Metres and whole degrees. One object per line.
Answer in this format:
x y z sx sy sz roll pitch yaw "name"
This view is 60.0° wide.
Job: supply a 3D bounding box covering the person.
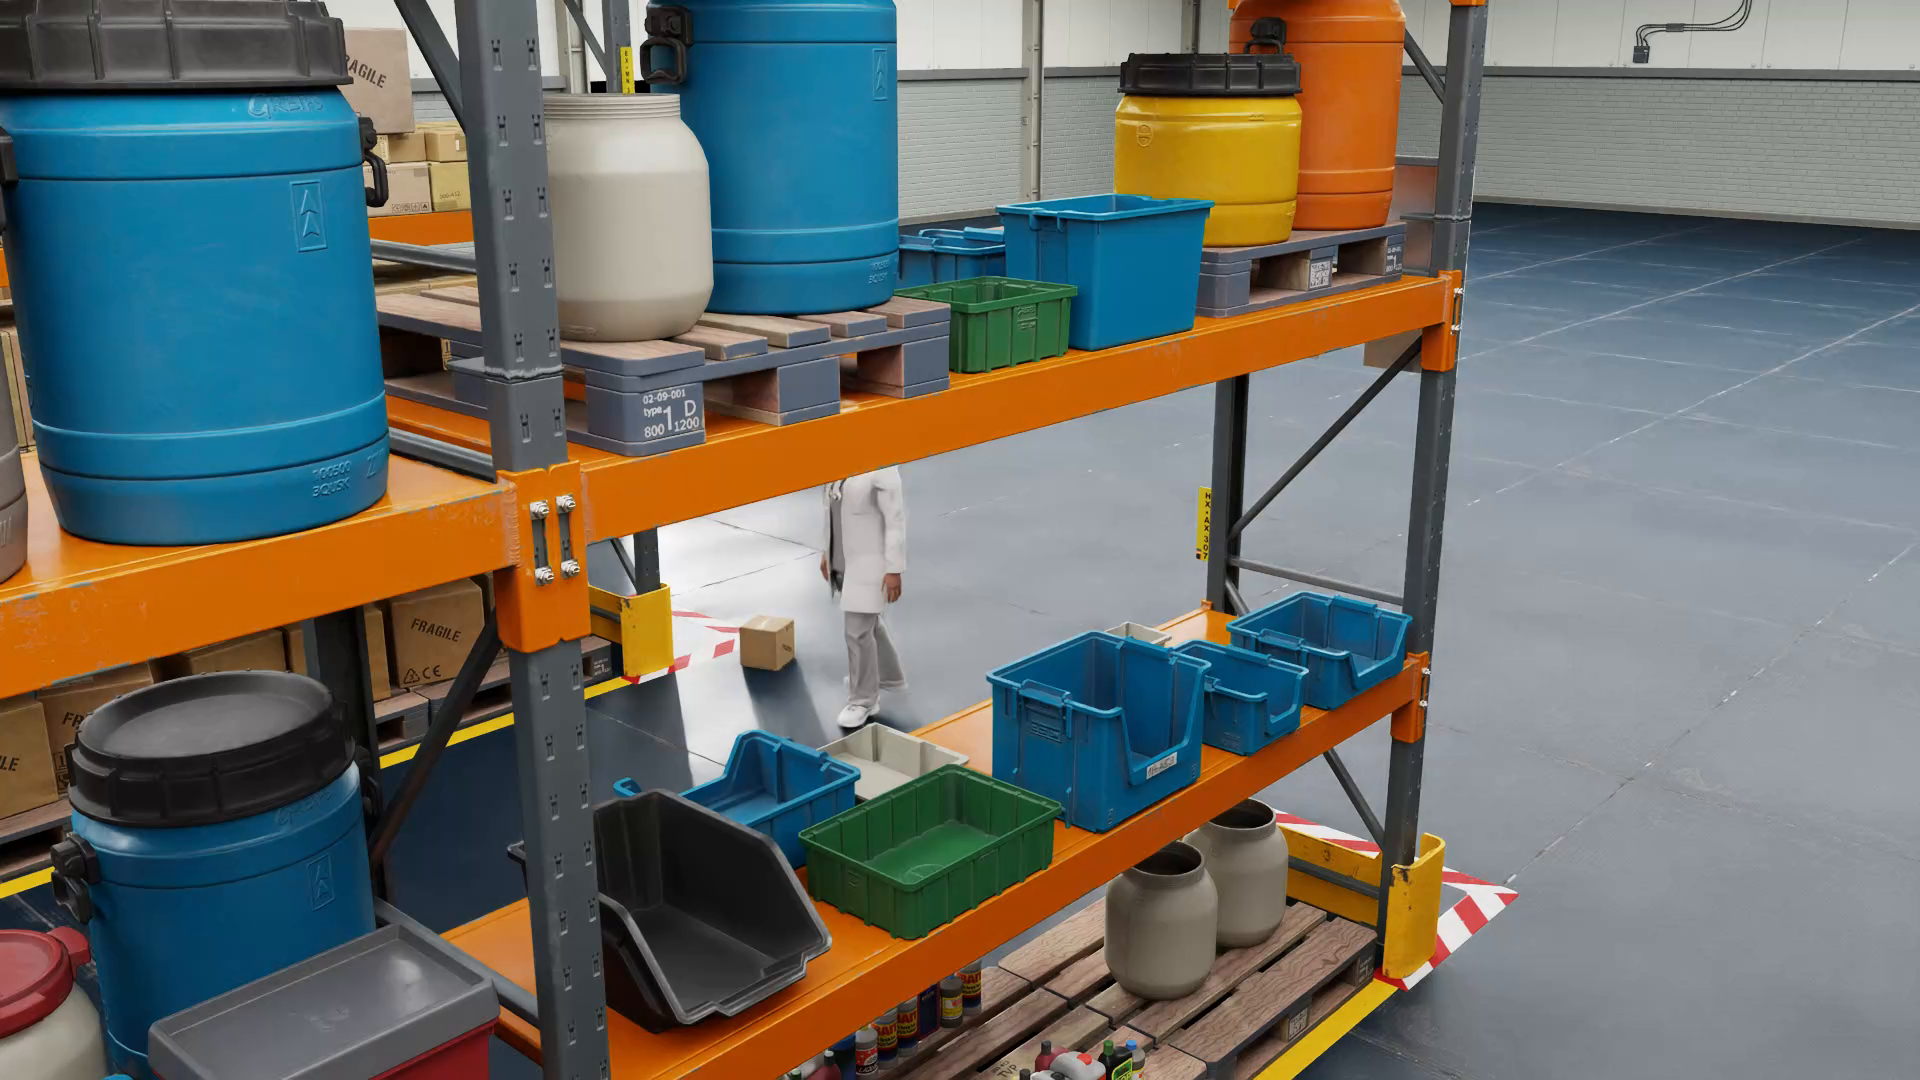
-0.517 0.117 9.180 0.624 1.770 0.613 -14 22 -40 "person"
